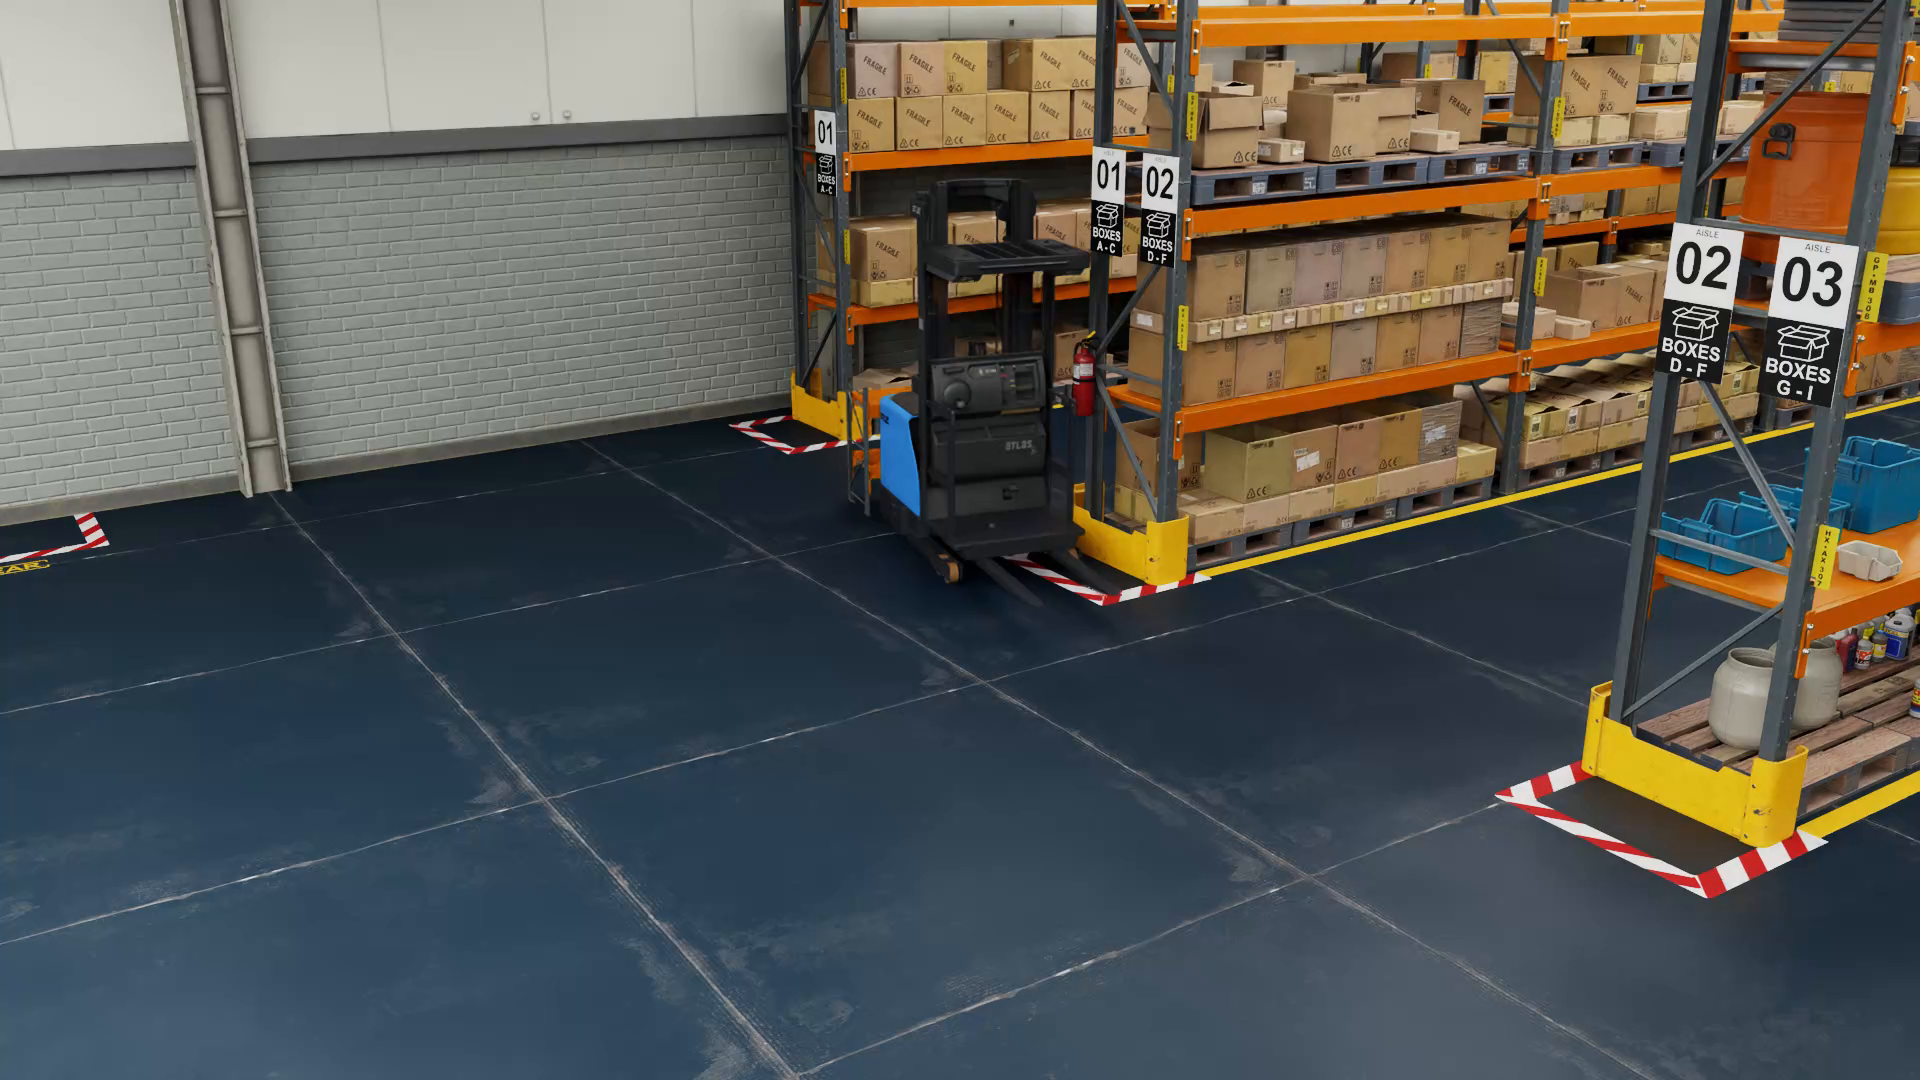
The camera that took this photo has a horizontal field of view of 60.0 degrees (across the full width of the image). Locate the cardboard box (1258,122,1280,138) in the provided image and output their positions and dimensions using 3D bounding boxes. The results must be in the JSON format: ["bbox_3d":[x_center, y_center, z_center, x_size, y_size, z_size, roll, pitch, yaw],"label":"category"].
[{"bbox_3d":[2.148,-3.143,13.035,0.500,0.250,0.500,-12,22,-31],"label":"cardboard box"}]

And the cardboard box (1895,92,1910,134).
[{"bbox_3d":[9.219,-4.399,17.234,0.500,0.500,0.910,-12,22,-31],"label":"cardboard box"}]

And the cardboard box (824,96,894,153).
[{"bbox_3d":[-0.979,-4.049,16.166,0.500,0.500,0.500,-11,22,-30],"label":"cardboard box"}]

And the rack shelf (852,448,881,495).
[{"bbox_3d":[-0.417,-0.655,14.689,1.000,0.278,0.538,-7,20,-21],"label":"rack shelf"}]

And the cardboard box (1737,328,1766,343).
[{"bbox_3d":[8.710,-2.282,17.856,0.500,0.250,0.500,-11,22,-29],"label":"cardboard box"}]

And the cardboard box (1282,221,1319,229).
[{"bbox_3d":[3.870,-3.933,19.852,0.500,0.500,0.700,-12,22,-31],"label":"cardboard box"}]

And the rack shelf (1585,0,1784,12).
[{"bbox_3d":[10.296,-7.357,23.202,4.000,0.370,1.077,-12,22,-31],"label":"rack shelf"}]

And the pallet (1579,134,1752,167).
[{"bbox_3d":[6.563,-3.654,15.481,1.213,0.211,1.003,-11,21,-29],"label":"pallet"}]

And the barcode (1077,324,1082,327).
[{"bbox_3d":[1.362,-2.428,18.961,0.075,0.075,0.001,-12,22,-31],"label":"barcode"}]

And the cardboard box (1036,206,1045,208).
[{"bbox_3d":[0.584,-3.374,18.073,0.500,0.500,0.500,-11,22,-30],"label":"cardboard box"}]

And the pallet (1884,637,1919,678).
[{"bbox_3d":[6.810,0.795,11.065,1.213,0.211,1.003,-12,22,-31],"label":"pallet"}]

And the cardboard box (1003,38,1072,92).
[{"bbox_3d":[0.793,-4.880,17.064,0.500,0.500,0.500,-13,23,-33],"label":"cardboard box"}]

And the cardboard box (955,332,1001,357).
[{"bbox_3d":[0.348,-1.917,17.948,0.500,0.500,0.700,-14,23,-35],"label":"cardboard box"}]

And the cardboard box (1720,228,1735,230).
[{"bbox_3d":[11.432,-4.645,25.034,0.250,0.149,0.380,-12,22,-31],"label":"cardboard box"}]

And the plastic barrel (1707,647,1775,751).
[{"bbox_3d":[4.560,0.914,9.586,0.421,0.512,0.421,0,19,0],"label":"plastic barrel"}]

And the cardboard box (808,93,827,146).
[{"bbox_3d":[-1.187,-4.198,16.608,0.500,0.500,0.500,-10,21,-28],"label":"cardboard box"}]

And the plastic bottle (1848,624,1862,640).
[{"bbox_3d":[5.687,0.651,10.703,0.135,0.276,0.152,-13,22,-33],"label":"plastic bottle"}]

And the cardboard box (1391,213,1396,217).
[{"bbox_3d":[5.535,-4.340,21.245,0.500,0.500,0.500,-12,22,-31],"label":"cardboard box"}]

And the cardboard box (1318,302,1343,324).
[{"bbox_3d":[2.852,-1.848,13.359,0.250,0.149,0.380,-12,22,-32],"label":"cardboard box"}]

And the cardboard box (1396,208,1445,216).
[{"bbox_3d":[5.832,-4.203,20.841,0.500,0.500,0.500,-11,22,-30],"label":"cardboard box"}]

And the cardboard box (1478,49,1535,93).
[{"bbox_3d":[6.948,-6.057,21.452,0.500,0.500,0.700,-12,22,-31],"label":"cardboard box"}]

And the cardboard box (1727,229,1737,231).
[{"bbox_3d":[11.430,-4.498,24.600,0.250,0.149,0.380,-12,22,-32],"label":"cardboard box"}]

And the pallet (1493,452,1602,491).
[{"bbox_3d":[5.266,-0.778,15.718,1.213,0.211,1.003,-12,22,-31],"label":"pallet"}]

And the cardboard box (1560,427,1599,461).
[{"bbox_3d":[5.573,-0.950,15.509,0.500,0.250,0.500,-11,22,-30],"label":"cardboard box"}]

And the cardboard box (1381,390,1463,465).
[{"bbox_3d":[3.981,-0.986,14.443,0.500,0.500,0.500,-12,22,-31],"label":"cardboard box"}]

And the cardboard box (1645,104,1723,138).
[{"bbox_3d":[6.753,-3.923,15.559,0.500,0.250,0.500,-12,22,-32],"label":"cardboard box"}]

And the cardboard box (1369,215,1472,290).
[{"bbox_3d":[3.884,-2.452,14.132,0.500,0.500,0.700,-12,22,-32],"label":"cardboard box"}]

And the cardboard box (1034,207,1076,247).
[{"bbox_3d":[0.880,-3.236,17.665,0.500,0.500,0.500,-13,22,-33],"label":"cardboard box"}]

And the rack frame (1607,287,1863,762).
[{"bbox_3d":[4.053,0.071,8.851,0.127,3.000,1.000,-12,22,-31],"label":"rack frame"}]

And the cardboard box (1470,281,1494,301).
[{"bbox_3d":[4.355,-2.166,14.298,0.250,0.149,0.380,-12,22,-33],"label":"cardboard box"}]

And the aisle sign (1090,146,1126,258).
[{"bbox_3d":[1.115,-2.553,12.554,0.004,0.787,0.394,-12,22,-31],"label":"aisle sign"}]

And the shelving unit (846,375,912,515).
[{"bbox_3d":[-0.417,-0.887,14.610,1.048,1.125,0.538,-7,20,-21],"label":"shelving unit"}]

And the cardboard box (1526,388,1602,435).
[{"bbox_3d":[5.575,-1.214,15.414,0.500,0.311,0.500,-12,22,-32],"label":"cardboard box"}]

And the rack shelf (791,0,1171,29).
[{"bbox_3d":[0.274,-5.431,16.886,4.000,0.370,1.077,-12,22,-31],"label":"rack shelf"}]

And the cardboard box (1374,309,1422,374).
[{"bbox_3d":[3.447,-1.745,14.066,0.500,0.500,0.700,-12,22,-31],"label":"cardboard box"}]

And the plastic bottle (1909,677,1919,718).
[{"bbox_3d":[5.738,0.919,9.916,0.097,0.271,0.097,0,19,0],"label":"plastic bottle"}]

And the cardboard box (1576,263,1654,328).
[{"bbox_3d":[6.181,-2.318,15.763,0.500,0.500,0.500,-12,22,-31],"label":"cardboard box"}]

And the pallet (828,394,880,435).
[{"bbox_3d":[-0.635,-1.405,17.571,1.213,0.211,1.003,-12,22,-31],"label":"pallet"}]

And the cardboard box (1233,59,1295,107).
[{"bbox_3d":[3.475,-5.243,19.074,0.500,0.500,0.500,-13,23,-33],"label":"cardboard box"}]

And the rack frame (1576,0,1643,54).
[{"bbox_3d":[8.626,-7.535,21.981,0.127,3.000,1.000,-12,22,-31],"label":"rack frame"}]

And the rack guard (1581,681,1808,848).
[{"bbox_3d":[4.090,1.229,9.328,0.348,0.500,1.175,-12,22,-31],"label":"rack guard"}]

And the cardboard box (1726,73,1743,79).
[{"bbox_3d":[10.635,-6.608,23.347,0.500,0.250,0.500,-13,22,-33],"label":"cardboard box"}]

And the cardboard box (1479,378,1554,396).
[{"bbox_3d":[5.284,-1.363,15.853,0.500,0.311,0.500,-11,22,-30],"label":"cardboard box"}]

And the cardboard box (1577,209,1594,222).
[{"bbox_3d":[8.302,-4.397,22.428,0.250,0.149,0.380,-11,22,-30],"label":"cardboard box"}]

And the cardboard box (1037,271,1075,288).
[{"bbox_3d":[0.884,-2.879,17.780,0.500,0.250,0.500,-12,22,-32],"label":"cardboard box"}]

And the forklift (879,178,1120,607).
[{"bbox_3d":[0.301,-1.206,12.734,1.130,2.935,3.031,-7,20,-19],"label":"forklift"}]

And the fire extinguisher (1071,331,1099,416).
[{"bbox_3d":[0.977,-1.321,13.090,0.183,0.674,0.296,-12,22,-31],"label":"fire extinguisher"}]

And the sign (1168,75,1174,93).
[{"bbox_3d":[2.249,-4.806,17.785,0.005,0.325,0.100,-12,22,-31],"label":"sign"}]

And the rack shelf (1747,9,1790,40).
[{"bbox_3d":[9.683,-5.328,17.201,4.000,0.370,1.077,-12,22,-31],"label":"rack shelf"}]

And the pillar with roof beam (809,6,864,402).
[{"bbox_3d":[1.081,-4.624,13.372,0.400,9.000,9.100,-12,22,-31],"label":"pillar with roof beam"}]

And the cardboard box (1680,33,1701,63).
[{"bbox_3d":[9.802,-6.787,22.704,0.500,0.500,0.500,-12,22,-33],"label":"cardboard box"}]

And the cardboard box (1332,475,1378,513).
[{"bbox_3d":[3.155,-0.450,14.029,0.500,0.250,0.500,-12,22,-31],"label":"cardboard box"}]
